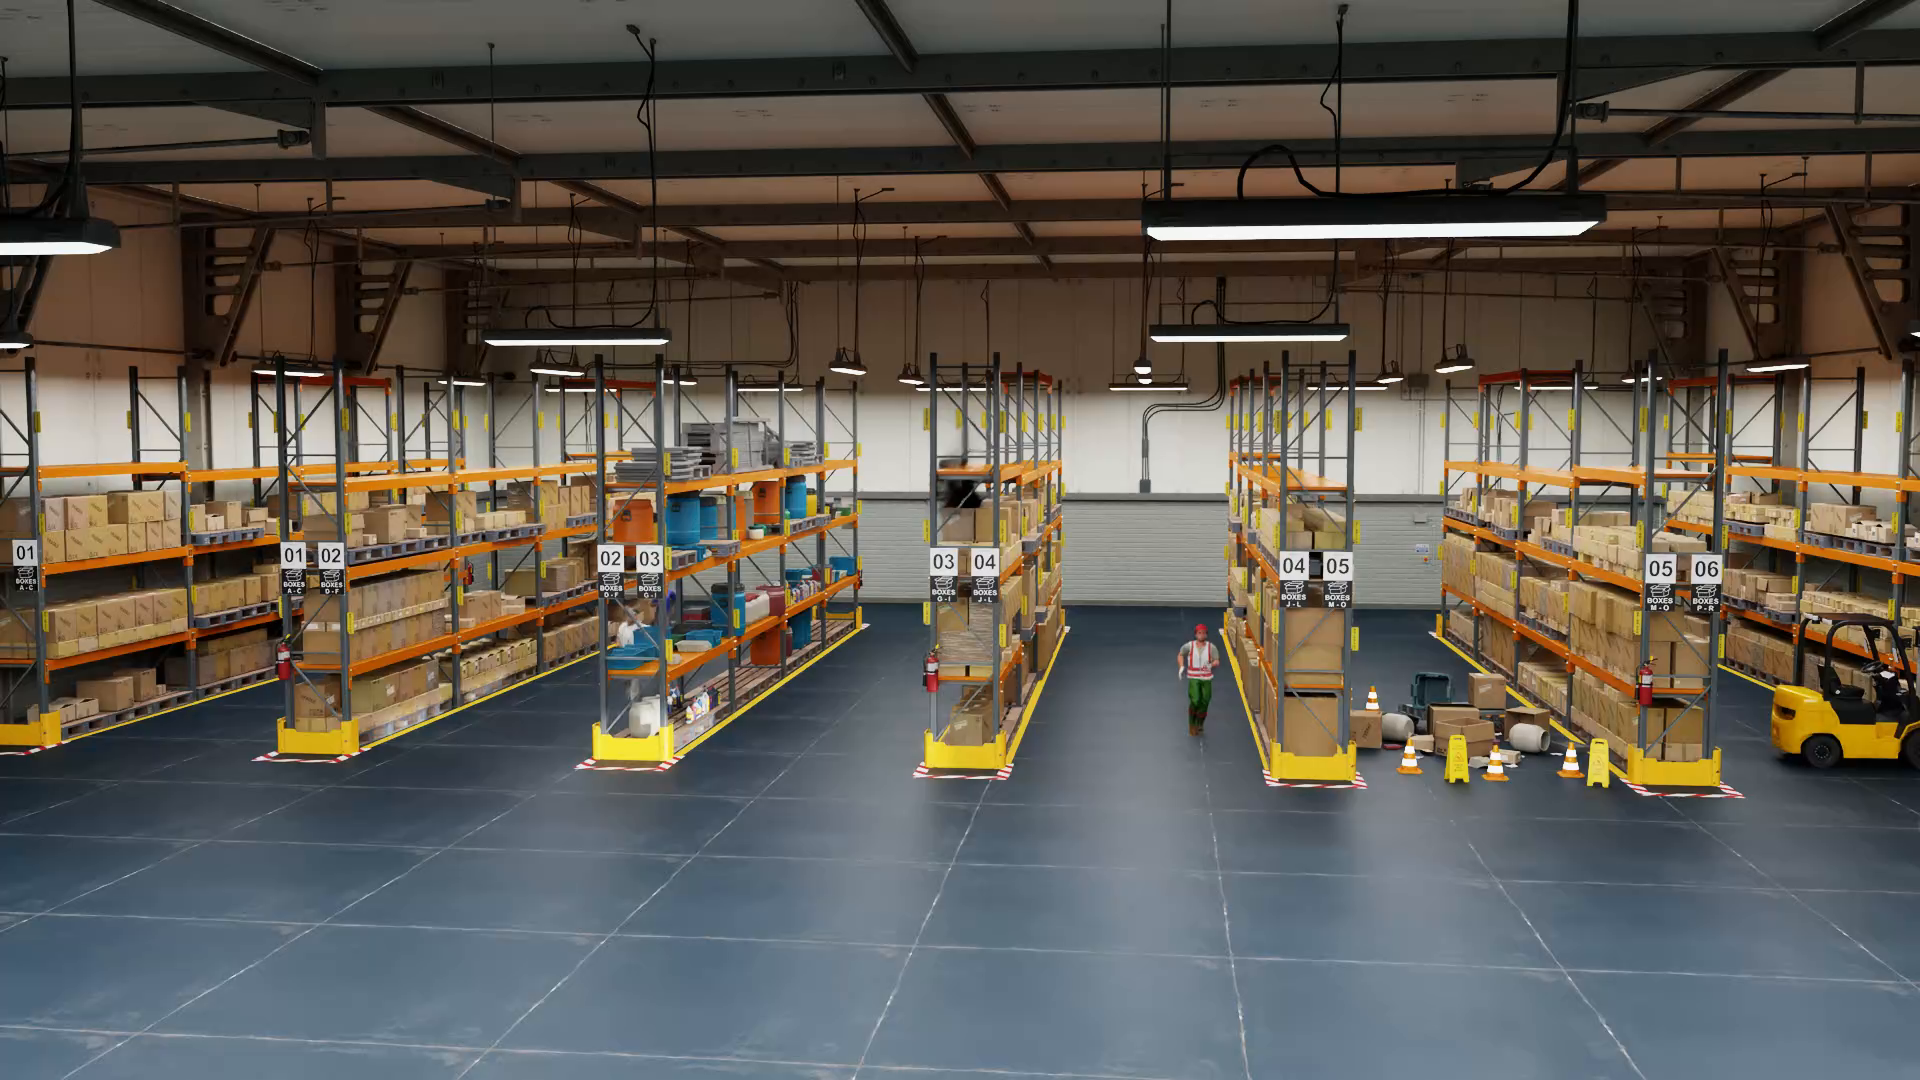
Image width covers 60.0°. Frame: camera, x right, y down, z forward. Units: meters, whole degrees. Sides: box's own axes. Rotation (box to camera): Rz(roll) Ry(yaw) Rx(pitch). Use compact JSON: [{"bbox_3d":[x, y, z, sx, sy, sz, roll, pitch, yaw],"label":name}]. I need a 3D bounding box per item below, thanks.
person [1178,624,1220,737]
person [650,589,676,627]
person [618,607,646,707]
[{"bbox_3d":[3.818,2.235,26.480,0.640,1.784,0.700,0,4,-1],"label":"person"},{"bbox_3d":[-6.317,1.669,35.405,0.564,1.712,0.753,0,4,0],"label":"person"},{"bbox_3d":[-5.781,2.054,29.470,0.653,1.758,0.647,1,4,9],"label":"person"}]
